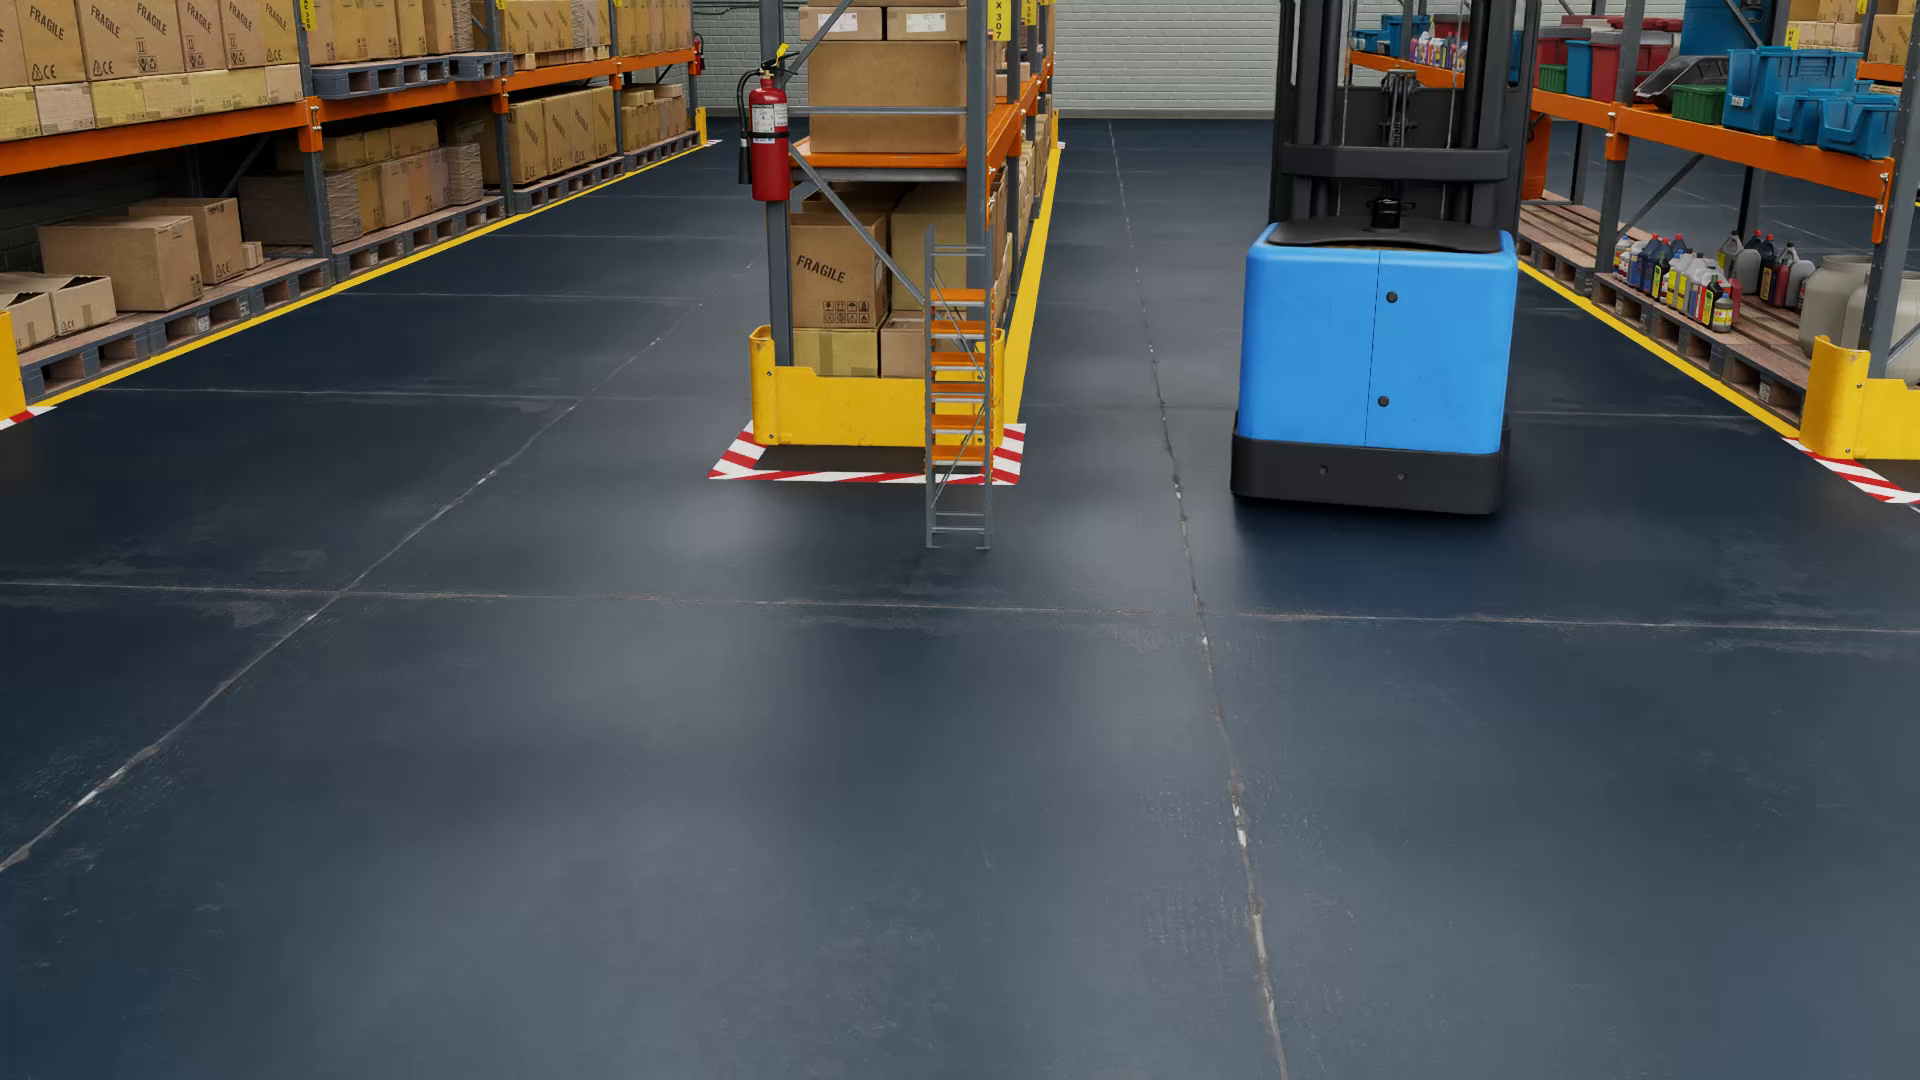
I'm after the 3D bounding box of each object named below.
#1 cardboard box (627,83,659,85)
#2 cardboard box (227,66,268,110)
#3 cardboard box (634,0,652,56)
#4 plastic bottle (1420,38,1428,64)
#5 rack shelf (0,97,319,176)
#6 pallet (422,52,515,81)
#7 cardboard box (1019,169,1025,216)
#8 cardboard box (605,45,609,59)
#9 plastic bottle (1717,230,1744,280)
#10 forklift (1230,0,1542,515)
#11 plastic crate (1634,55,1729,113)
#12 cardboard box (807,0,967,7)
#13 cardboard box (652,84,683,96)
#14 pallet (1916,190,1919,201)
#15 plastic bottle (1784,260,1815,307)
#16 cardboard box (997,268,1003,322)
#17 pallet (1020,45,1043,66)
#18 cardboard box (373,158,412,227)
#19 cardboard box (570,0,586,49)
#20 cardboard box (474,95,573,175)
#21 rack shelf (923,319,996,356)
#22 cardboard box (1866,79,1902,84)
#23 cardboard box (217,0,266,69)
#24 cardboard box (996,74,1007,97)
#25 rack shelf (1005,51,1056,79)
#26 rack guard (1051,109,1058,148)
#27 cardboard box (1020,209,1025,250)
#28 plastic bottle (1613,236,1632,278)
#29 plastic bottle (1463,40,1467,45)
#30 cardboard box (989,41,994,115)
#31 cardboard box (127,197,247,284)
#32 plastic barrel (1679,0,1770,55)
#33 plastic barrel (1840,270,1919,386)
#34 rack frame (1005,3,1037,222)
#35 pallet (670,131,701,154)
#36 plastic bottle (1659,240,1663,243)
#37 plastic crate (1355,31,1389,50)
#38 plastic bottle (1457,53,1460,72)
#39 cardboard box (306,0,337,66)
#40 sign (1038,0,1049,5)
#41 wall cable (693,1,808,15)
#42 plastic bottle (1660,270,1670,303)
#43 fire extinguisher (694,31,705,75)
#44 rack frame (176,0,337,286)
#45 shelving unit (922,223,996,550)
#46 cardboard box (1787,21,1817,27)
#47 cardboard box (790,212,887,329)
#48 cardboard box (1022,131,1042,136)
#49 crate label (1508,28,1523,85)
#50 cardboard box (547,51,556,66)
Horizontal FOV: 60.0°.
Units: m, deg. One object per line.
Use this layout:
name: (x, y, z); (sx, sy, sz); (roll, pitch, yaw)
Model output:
cardboard box: (-4.316, -6.144, 22.654); (0.380, 0.149, 0.250); (1, 18, 4)
cardboard box: (-4.811, -2.903, 10.674); (0.500, 0.250, 0.500); (1, 18, 4)
cardboard box: (-4.349, -6.295, 20.335); (0.980, 0.700, 0.700); (1, 18, 3)
plastic bottle: (4.945, -5.191, 17.655); (0.097, 0.271, 0.097); (0, 18, 0)
rack shelf: (-5.178, -2.310, 9.811); (1.077, 0.370, 4.000); (1, 18, 4)
pallet: (-4.693, -4.201, 14.733); (1.213, 0.211, 1.003); (1, 18, 4)
cardboard box: (0.225, -2.601, 12.385); (0.500, 0.311, 0.500); (1, 18, 3)
cardboard box: (-4.203, -5.537, 18.874); (0.380, 0.149, 0.250); (1, 18, 4)
plastic bottle: (4.944, -1.799, 10.644); (0.144, 0.351, 0.185); (1, 18, 4)
forklift: (2.004, -1.913, 7.554); (1.130, 2.935, 3.031); (5, 19, 15)
plastic crate: (4.682, -2.863, 10.442); (0.767, 0.338, 0.504); (1, 18, 4)
cardboard box: (-0.331, -2.747, 7.744); (0.700, 0.500, 0.500); (1, 18, 4)
cardboard box: (-3.953, -6.056, 22.387); (0.380, 0.149, 0.250); (1, 18, 3)
pallet: (10.295, -3.480, 16.703); (1.003, 0.211, 1.213); (1, 18, 4)
plastic bottle: (5.035, -1.550, 10.004); (0.152, 0.276, 0.135); (2, 18, 5)
cardboard box: (-0.011, -1.442, 9.747); (0.500, 0.250, 0.500); (1, 18, 4)
pallet: (0.328, -4.919, 16.926); (1.003, 0.211, 1.213); (1, 18, 4)
cardboard box: (-4.935, -2.842, 13.588); (0.700, 0.500, 0.500); (1, 18, 5)
cardboard box: (-4.314, -5.493, 17.698); (0.500, 0.500, 0.500); (1, 18, 4)
cardboard box: (-4.496, -4.191, 17.173); (0.750, 0.750, 0.750); (1, 18, 4)
rack shelf: (-0.001, -0.752, 6.162); (0.258, 0.103, 0.180); (1, 18, 4)
cardboard box: (10.487, -4.819, 19.051); (0.875, 0.875, 0.875); (1, 18, 4)
cardboard box: (-4.791, -3.259, 10.556); (0.500, 0.500, 0.500); (1, 18, 4)
cardboard box: (0.174, -3.315, 12.126); (0.380, 0.149, 0.250); (1, 18, 4)
rack shelf: (0.623, -5.928, 20.851); (1.077, 0.370, 4.000); (1, 18, 4)
rack guard: (0.761, -5.679, 22.952); (1.175, 0.500, 0.348); (1, 18, 4)
cardboard box: (0.220, -2.335, 12.473); (0.500, 0.250, 0.500); (2, 18, 5)
plastic bottle: (4.386, -1.875, 11.004); (0.097, 0.271, 0.097); (0, 18, 0)
plastic bottle: (4.976, -4.783, 16.391); (0.061, 0.283, 0.133); (1, 18, 4)
cardboard box: (-0.151, -2.909, 10.324); (0.700, 0.500, 0.500); (1, 18, 3)
cardboard box: (-5.070, -1.971, 10.929); (0.500, 0.500, 0.500); (0, 18, 0)
plastic barrel: (5.176, -3.403, 11.187); (0.600, 0.901, 0.708); (1, 18, 4)
plastic barrel: (4.531, -1.033, 8.080); (0.421, 0.512, 0.421); (0, 18, 0)
rack frame: (0.193, -4.406, 15.052); (1.000, 3.000, 0.127); (1, 18, 4)
pallet: (-4.154, -5.425, 22.640); (1.003, 0.211, 1.213); (1, 18, 4)
plastic bottle: (4.497, -1.778, 10.687); (0.061, 0.283, 0.133); (1, 18, 4)
plastic crate: (5.314, -6.454, 21.475); (0.416, 0.233, 0.300); (1, 18, 4)
plastic bottle: (4.815, -4.593, 15.943); (0.097, 0.201, 0.097); (0, 18, 0)
cardboard box: (-4.965, -3.687, 11.991); (0.700, 0.500, 0.500); (1, 18, 4)
sign: (0.747, -4.945, 14.837); (0.100, 0.325, 0.005); (1, 18, 4)
wall cable: (-3.413, -10.124, 27.855); (3.097, 2.526, 0.112); (1, 18, 4)
plastic bottle: (4.318, -1.544, 10.105); (0.097, 0.201, 0.097); (0, 18, 0)
fire extinguisher: (-3.704, -6.823, 23.151); (0.296, 0.674, 0.183); (1, 18, 4)
rack frame: (-5.035, -3.273, 11.595); (1.000, 3.000, 0.127); (1, 18, 4)
shelving unit: (-0.001, -0.566, 6.222); (0.258, 1.200, 0.189); (1, 18, 4)
cardboard box: (10.241, -6.116, 20.033); (0.500, 0.250, 0.500); (1, 18, 3)
cardboard box: (-0.639, -1.344, 8.244); (0.500, 0.500, 0.500); (1, 18, 4)
cardboard box: (0.543, -3.725, 16.282); (0.500, 0.500, 0.500); (1, 18, 2)
crate label: (4.792, -4.009, 13.782); (0.502, 0.435, 0.616); (1, 18, 4)
cardboard box: (-4.394, -4.979, 17.173); (0.380, 0.149, 0.250); (1, 18, 4)
